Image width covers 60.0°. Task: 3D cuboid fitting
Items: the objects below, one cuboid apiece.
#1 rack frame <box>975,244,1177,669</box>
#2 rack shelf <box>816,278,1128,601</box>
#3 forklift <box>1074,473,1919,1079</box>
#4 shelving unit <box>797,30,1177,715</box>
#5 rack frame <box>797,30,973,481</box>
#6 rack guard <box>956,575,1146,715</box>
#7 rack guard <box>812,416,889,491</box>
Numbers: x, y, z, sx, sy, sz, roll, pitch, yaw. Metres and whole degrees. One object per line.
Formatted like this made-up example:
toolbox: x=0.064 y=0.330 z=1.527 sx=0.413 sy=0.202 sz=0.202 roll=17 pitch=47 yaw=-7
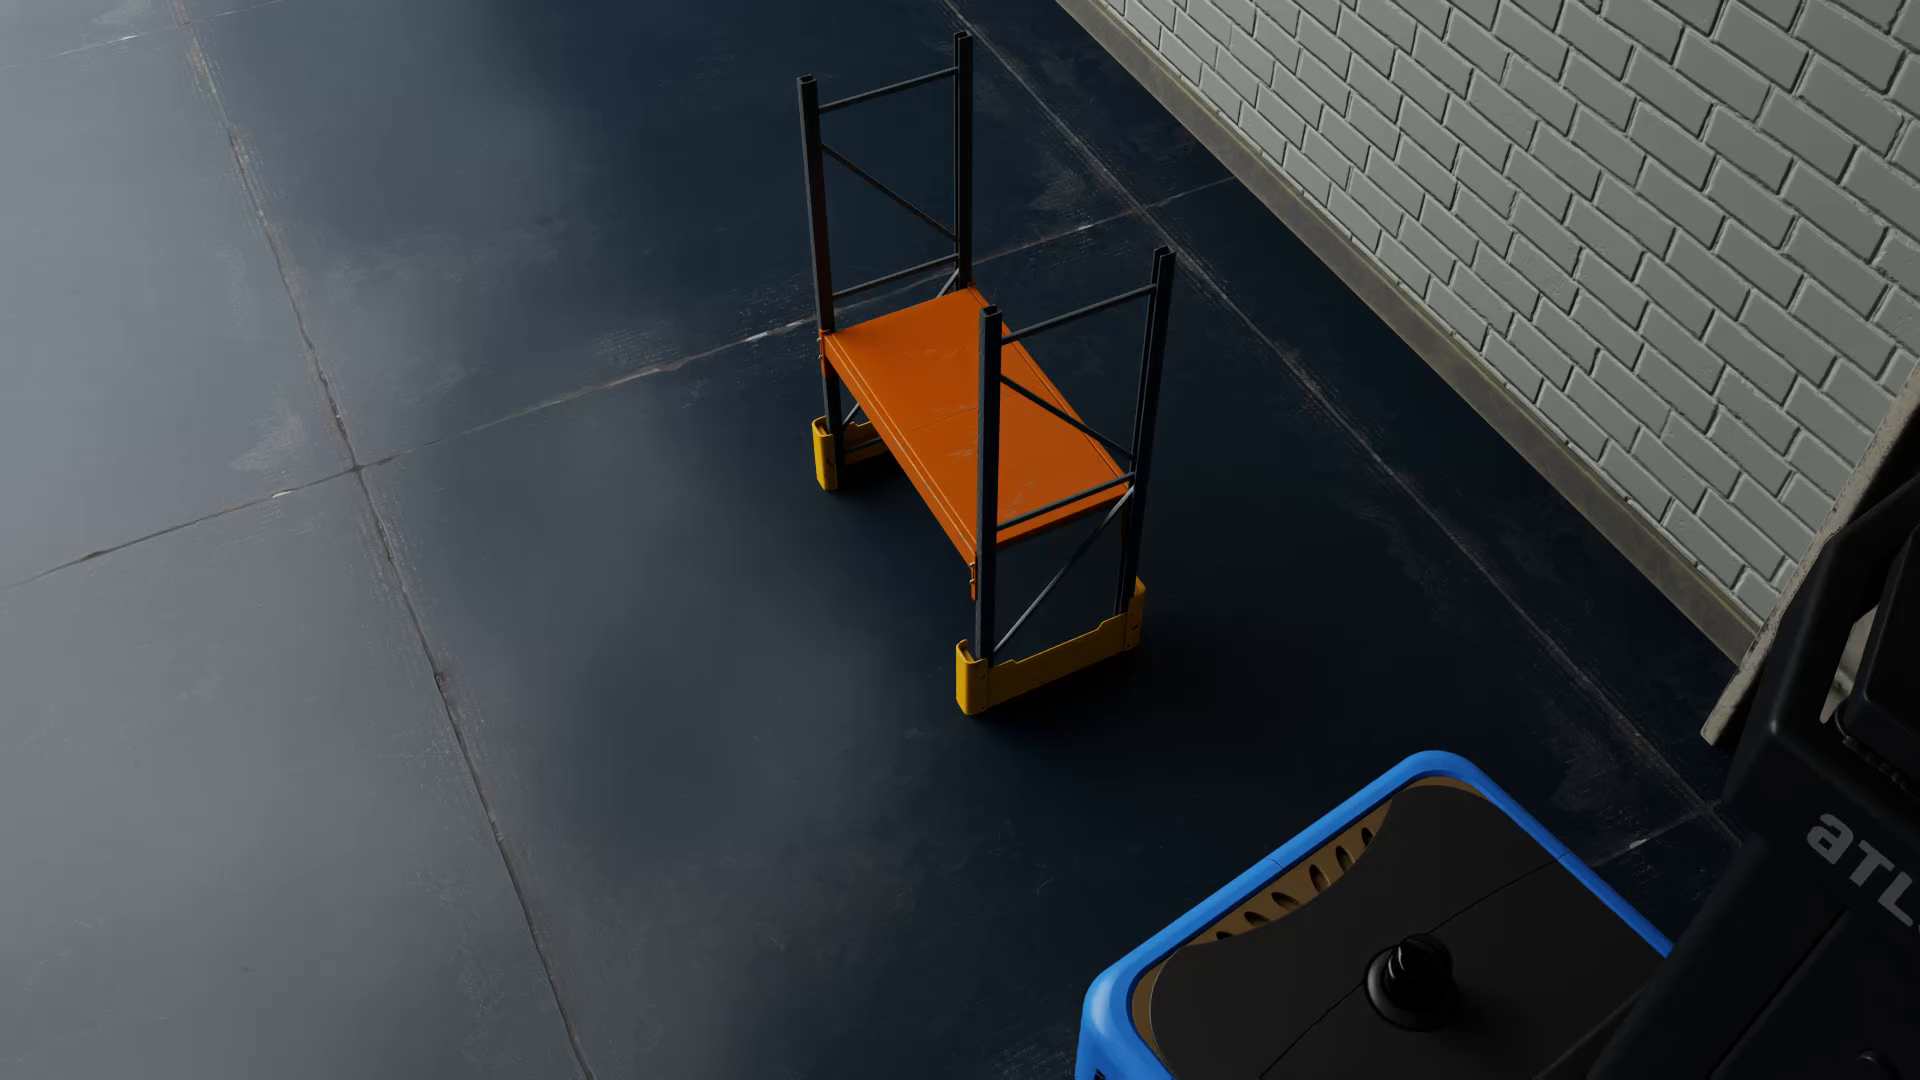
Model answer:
rack frame: x=0.272 y=-0.096 z=4.338 sx=0.500 sy=1.500 sz=0.032 roll=-21 pitch=52 yaw=-18
rack shelf: x=0.039 y=-0.318 z=4.771 sx=0.538 sy=0.185 sz=1.000 roll=-21 pitch=52 yaw=-18
forklift: x=1.488 y=1.267 z=2.195 sx=1.130 sy=2.935 sz=3.031 roll=-29 pitch=55 yaw=-23
shelving unit: x=0.035 y=-0.443 z=4.641 sx=0.587 sy=1.500 sz=1.083 roll=-21 pitch=52 yaw=-18
rack frame: x=-0.194 y=-0.777 z=4.933 sx=0.500 sy=1.500 sz=0.032 roll=-21 pitch=52 yaw=-18
rack guard: x=0.263 y=0.302 z=4.820 sx=0.587 sy=0.250 sz=0.087 roll=-21 pitch=52 yaw=-18
rack guard: x=-0.193 y=-0.365 z=5.403 sx=0.587 sy=0.250 sz=0.087 roll=-21 pitch=52 yaw=-18
